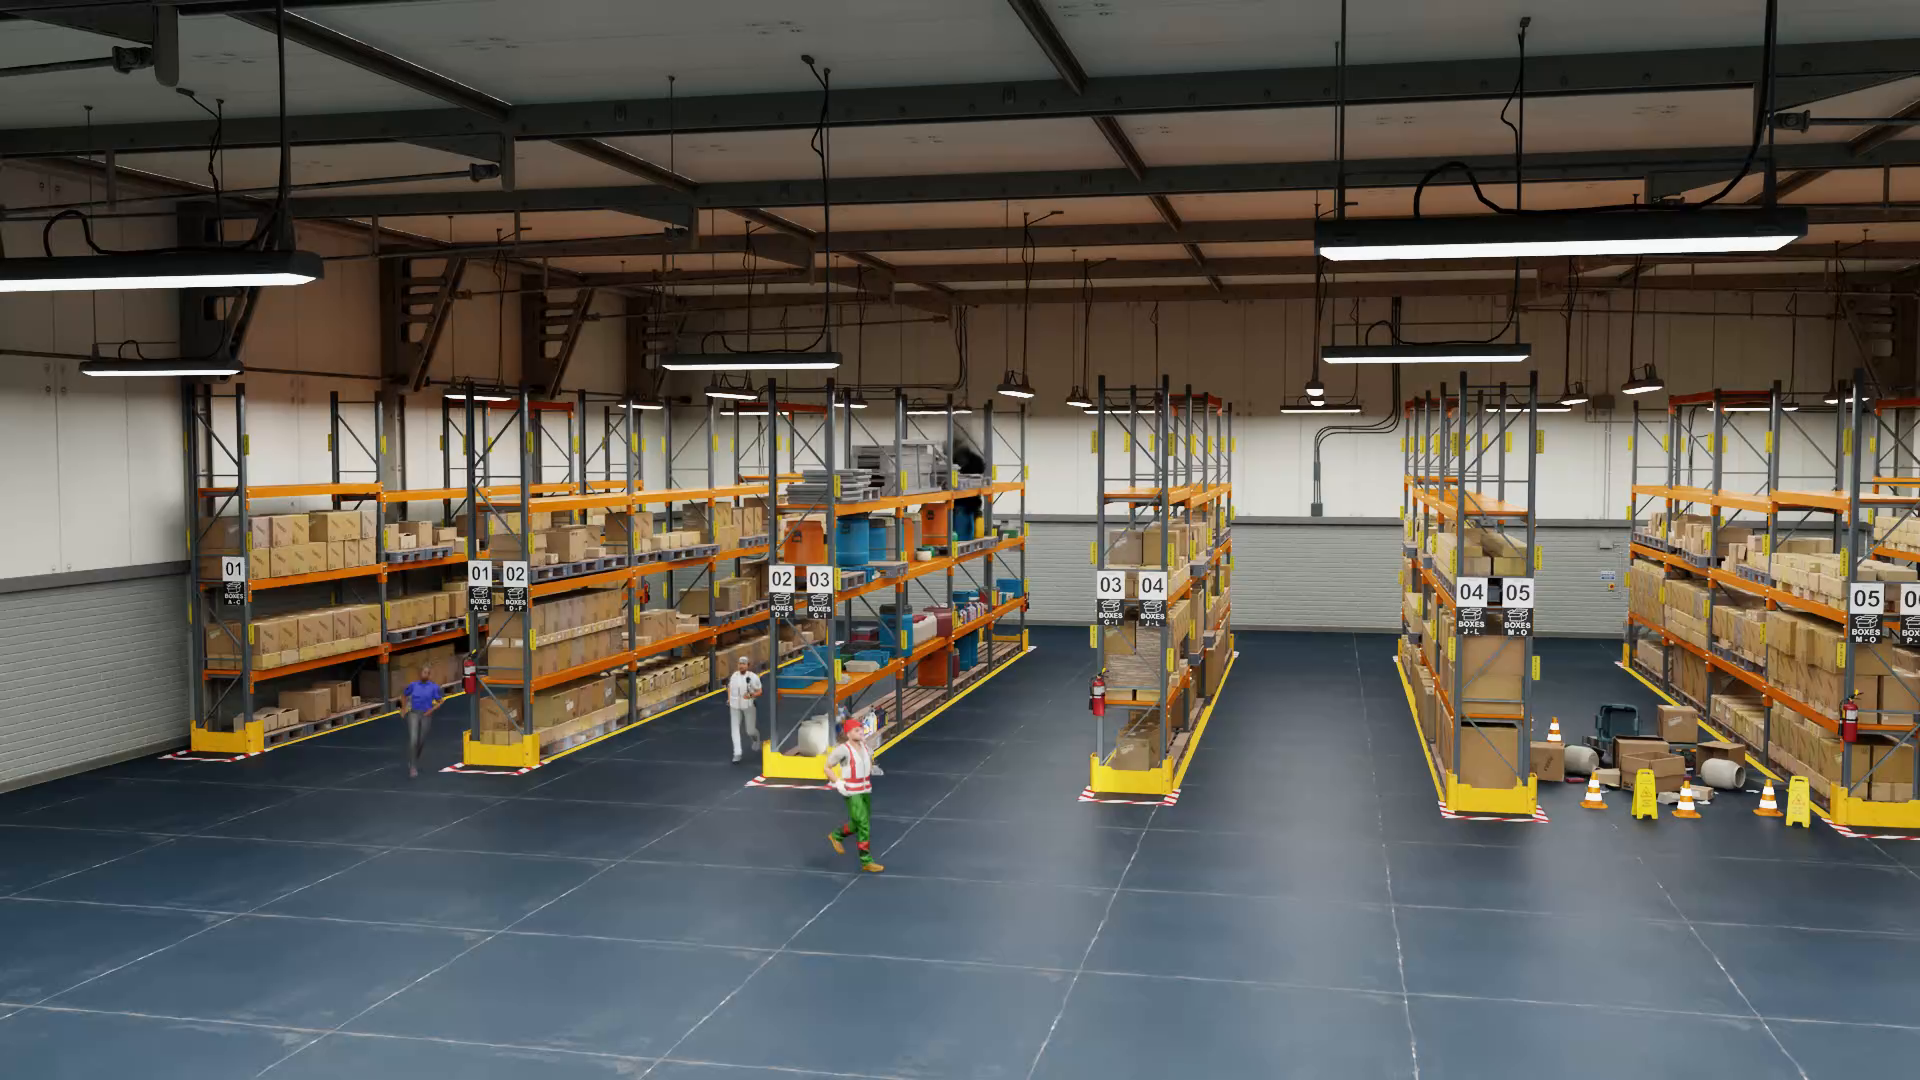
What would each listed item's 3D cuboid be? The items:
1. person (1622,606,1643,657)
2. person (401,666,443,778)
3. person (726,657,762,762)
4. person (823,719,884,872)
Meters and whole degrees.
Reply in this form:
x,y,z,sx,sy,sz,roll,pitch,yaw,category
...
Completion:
x,y,z,sx,sy,sz,roll,pitch,yaw,category
15.713,1.944,38.717,0.666,1.713,0.711,3,4,38,person
-8.222,2.744,25.421,0.601,1.658,0.784,-1,4,-22,person
-3.444,2.669,26.481,0.620,1.634,0.823,1,3,10,person
-1.247,2.991,19.629,0.918,1.766,0.669,2,4,37,person
